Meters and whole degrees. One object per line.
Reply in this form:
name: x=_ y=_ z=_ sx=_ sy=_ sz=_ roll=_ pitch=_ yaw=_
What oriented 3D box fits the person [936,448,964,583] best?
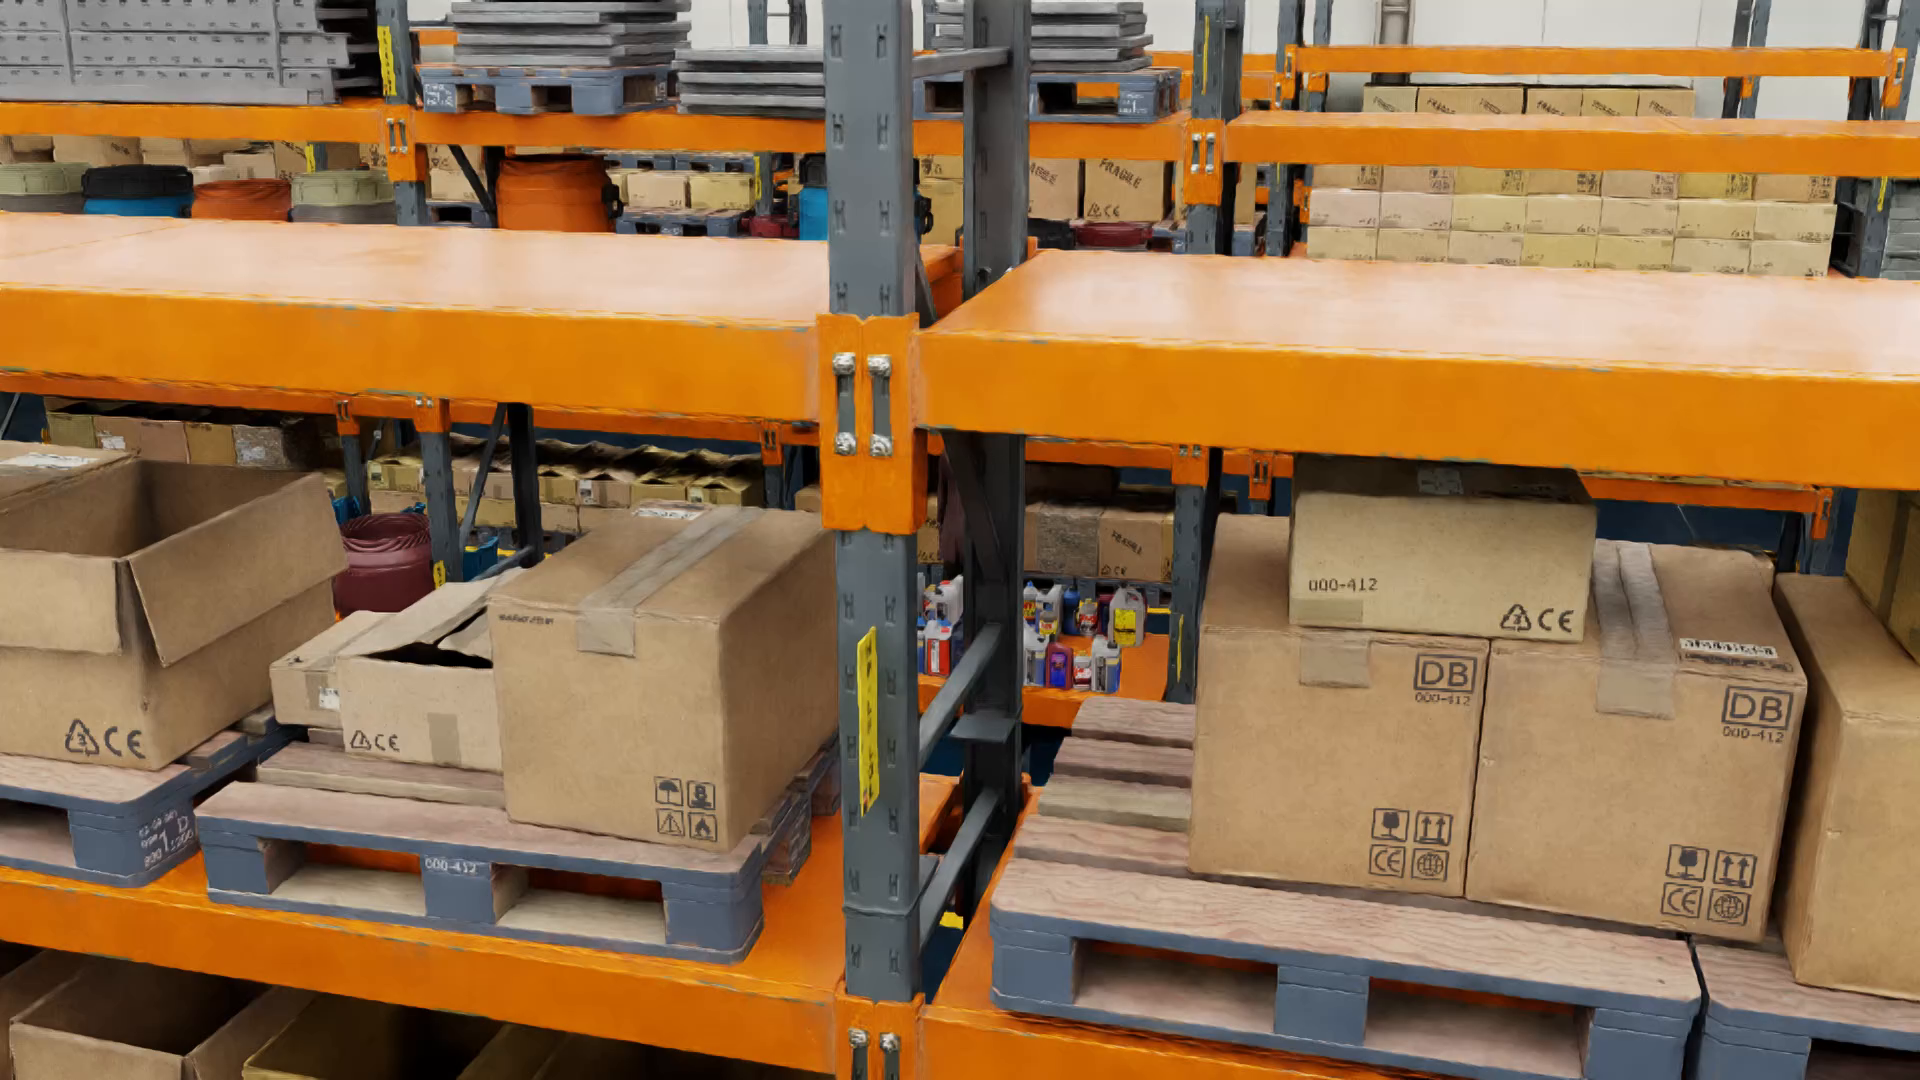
person: x=0.106 y=-0.070 z=12.260 sx=0.677 sy=1.780 sz=0.645 roll=16 pitch=24 yaw=41
